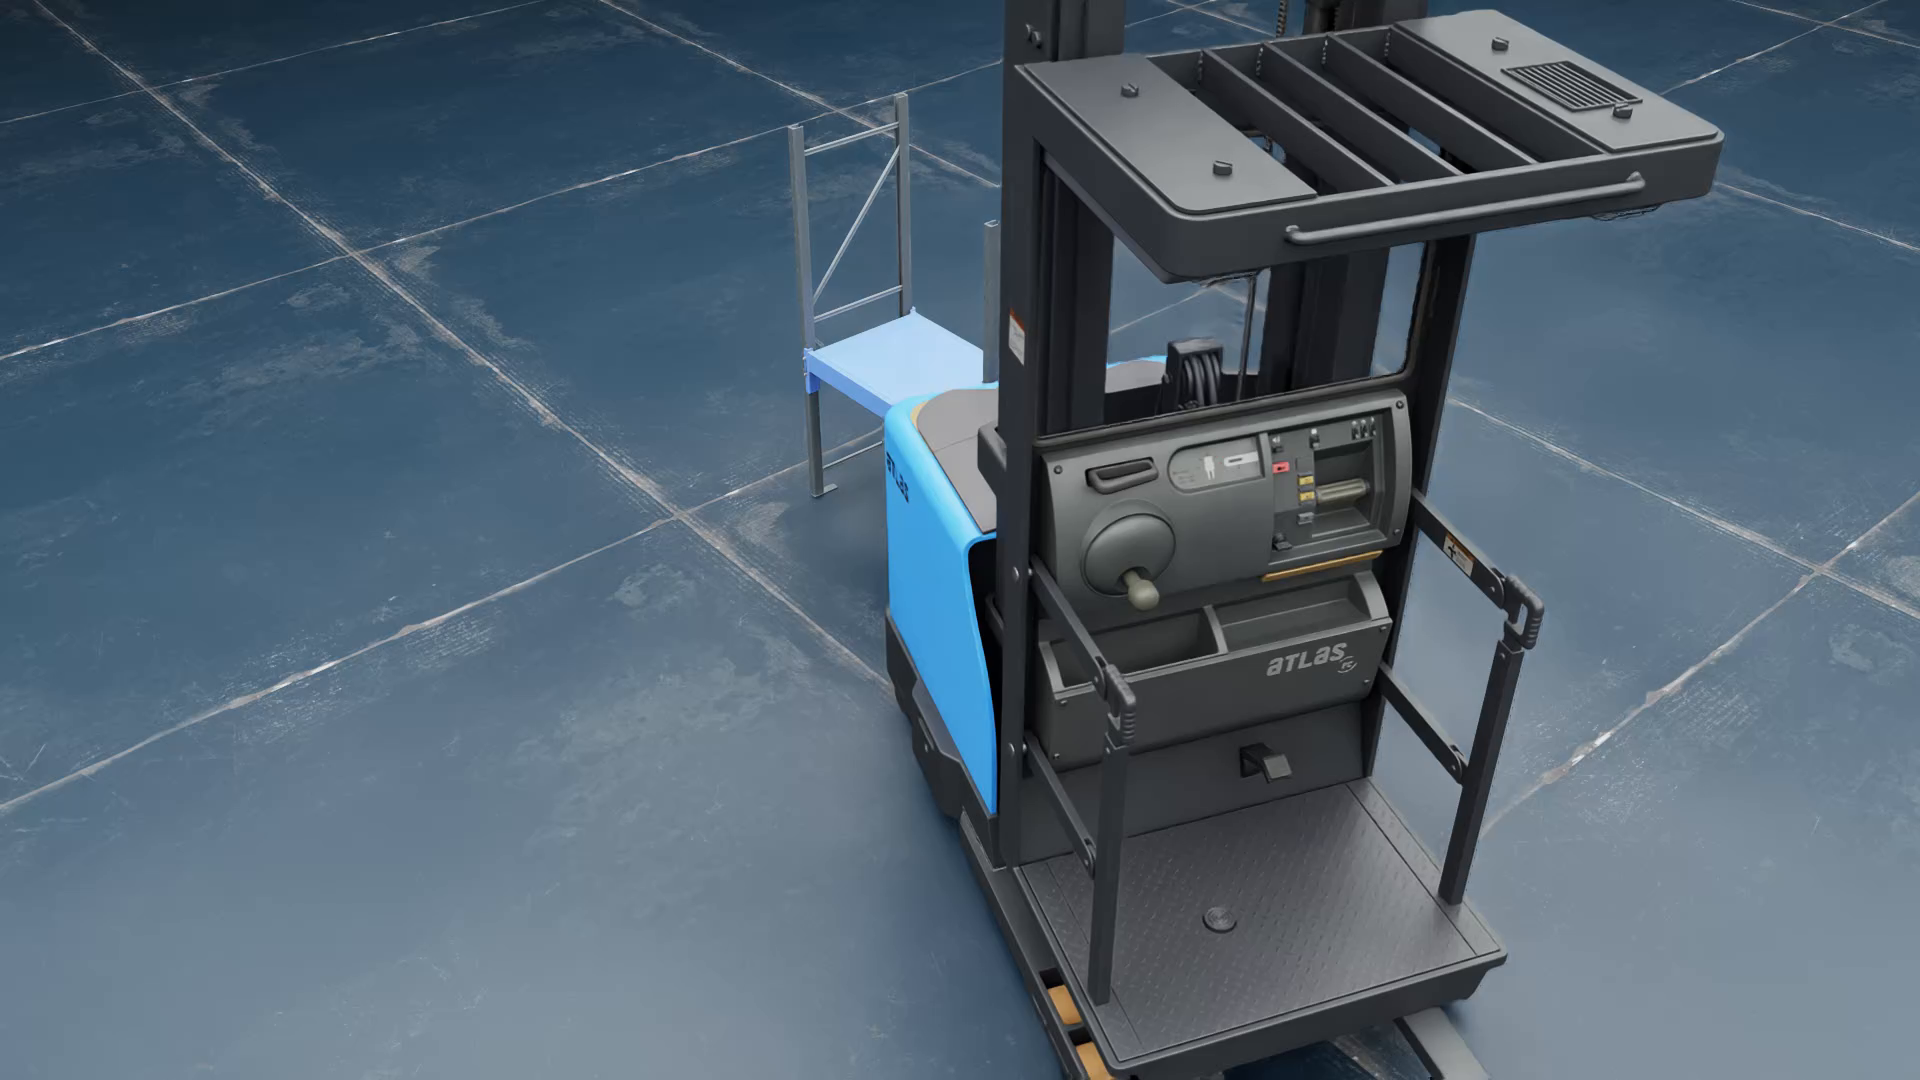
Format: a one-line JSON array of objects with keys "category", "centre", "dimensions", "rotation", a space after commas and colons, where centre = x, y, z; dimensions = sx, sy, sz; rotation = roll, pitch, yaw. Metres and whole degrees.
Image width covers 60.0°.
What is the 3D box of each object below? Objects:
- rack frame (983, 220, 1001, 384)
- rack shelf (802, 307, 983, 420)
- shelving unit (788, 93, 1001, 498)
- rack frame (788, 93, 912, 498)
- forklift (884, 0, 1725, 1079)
[{"category": "rack frame", "centre": [0.273, -0.425, 5.553], "dimensions": [0.500, 1.500, 0.032], "rotation": [-26, 43, -32]}, {"category": "rack shelf", "centre": [-0.055, -0.503, 5.974], "dimensions": [0.538, 0.185, 1.000], "rotation": [-26, 43, -32]}, {"category": "shelving unit", "centre": [-0.055, -0.650, 5.870], "dimensions": [0.538, 1.500, 1.048], "rotation": [-26, 43, -32]}, {"category": "rack frame", "centre": [-0.383, -0.874, 6.187], "dimensions": [0.500, 1.500, 0.032], "rotation": [-26, 43, -32]}, {"category": "forklift", "centre": [0.717, -0.026, 3.751], "dimensions": [1.130, 2.935, 3.031], "rotation": [-11, 37, -15]}]
